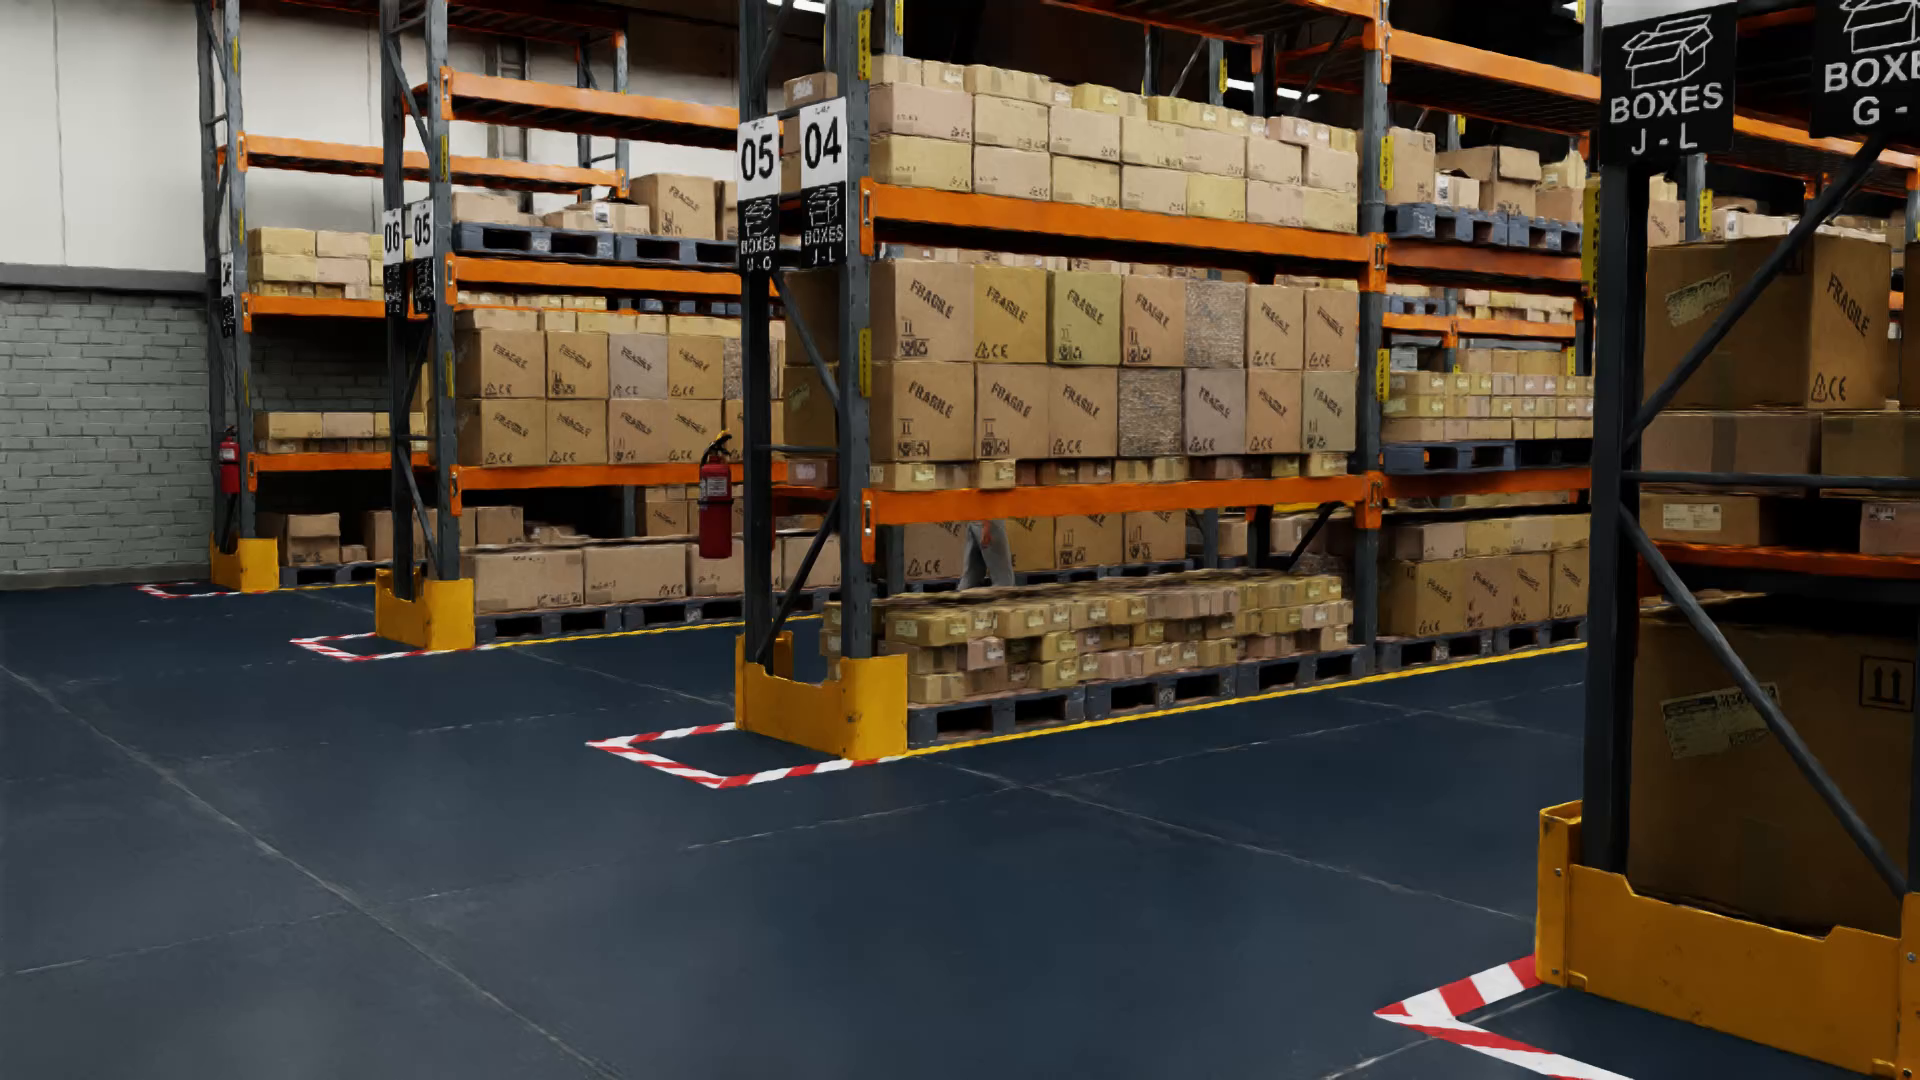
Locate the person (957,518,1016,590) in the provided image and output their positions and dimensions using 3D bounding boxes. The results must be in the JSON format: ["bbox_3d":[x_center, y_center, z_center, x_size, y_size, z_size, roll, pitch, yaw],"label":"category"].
[{"bbox_3d":[0.246,-0.067,11.855,0.618,1.663,0.629,-1,4,-11],"label":"person"}]
